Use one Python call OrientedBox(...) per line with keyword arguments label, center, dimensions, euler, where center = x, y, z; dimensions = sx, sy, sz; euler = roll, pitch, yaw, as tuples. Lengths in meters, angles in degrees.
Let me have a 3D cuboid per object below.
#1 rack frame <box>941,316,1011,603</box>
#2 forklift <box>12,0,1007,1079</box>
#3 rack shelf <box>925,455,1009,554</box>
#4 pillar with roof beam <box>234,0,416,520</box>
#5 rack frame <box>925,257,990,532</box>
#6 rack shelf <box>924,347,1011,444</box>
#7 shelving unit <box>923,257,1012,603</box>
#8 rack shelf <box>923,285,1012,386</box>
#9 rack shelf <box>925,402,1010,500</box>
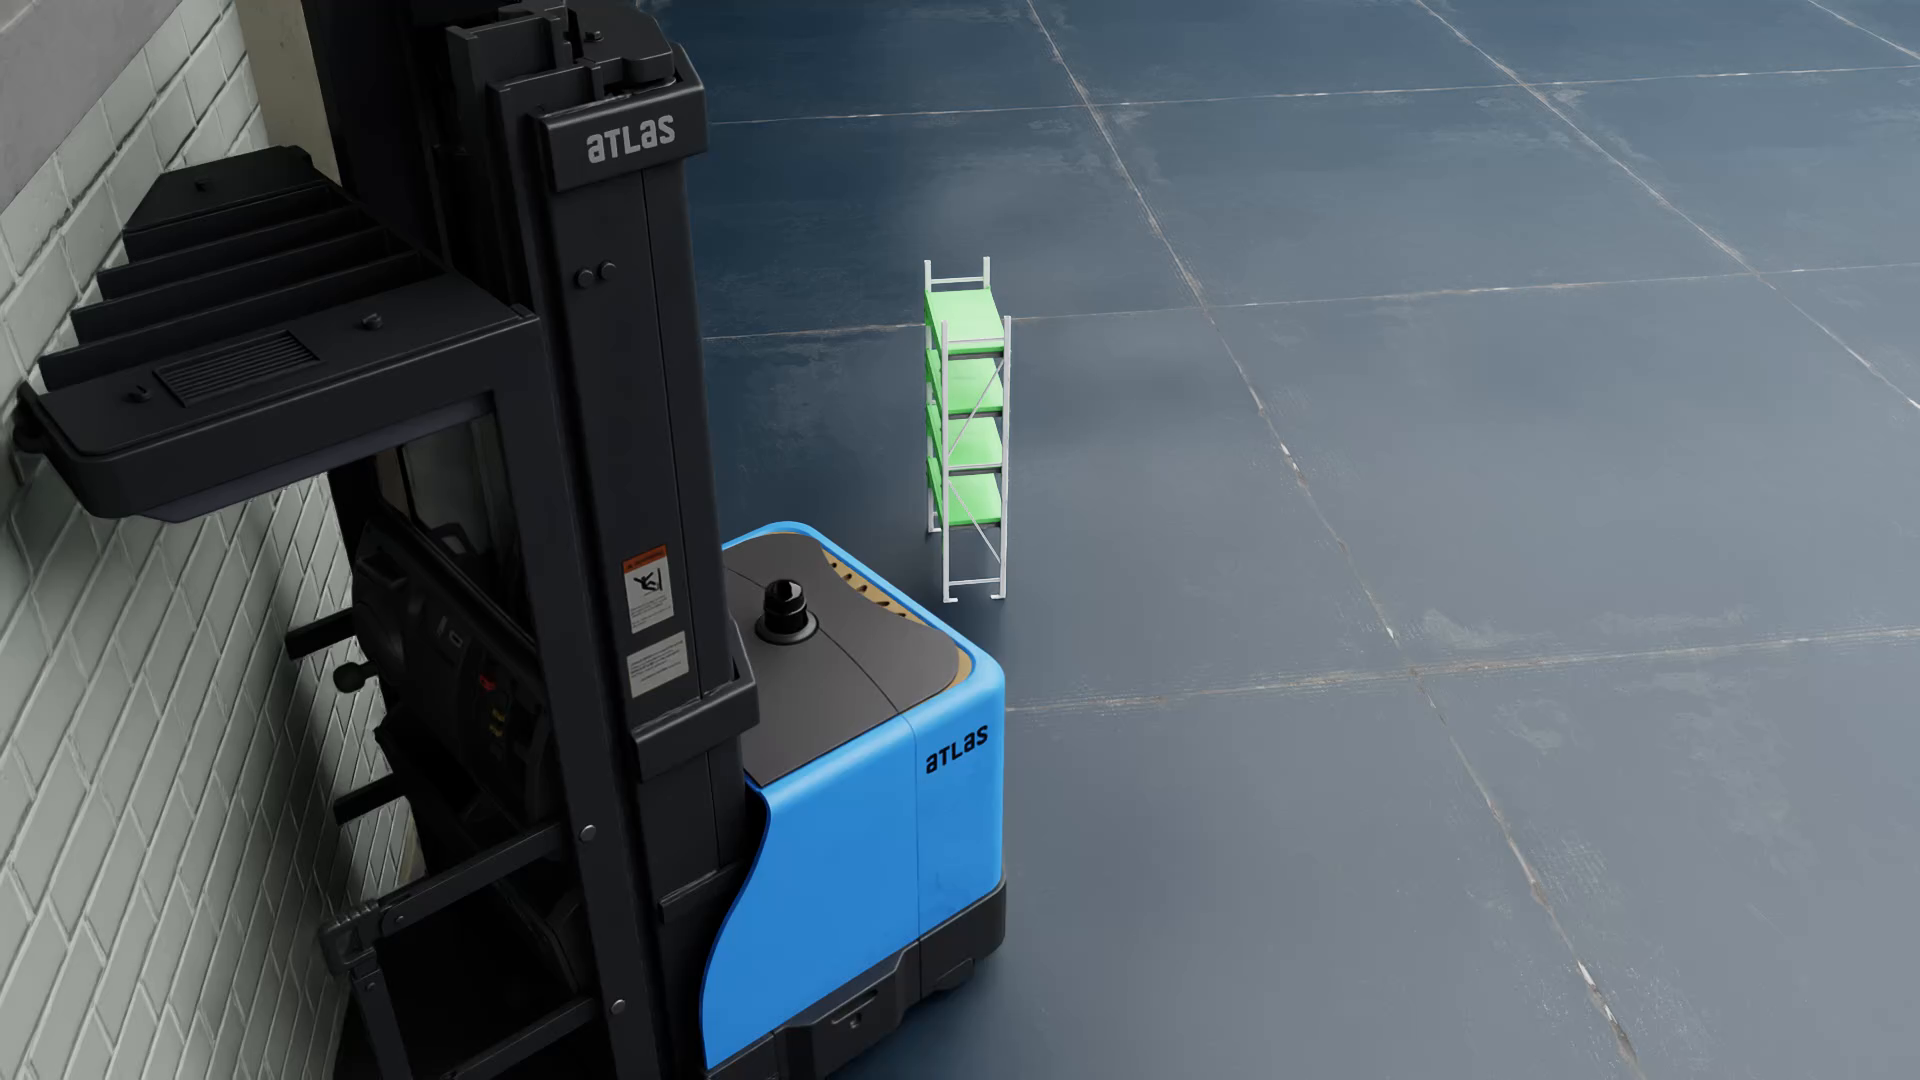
OrientedBox(label="rack frame", center=(0.055, -0.267, 6.077), dimensions=(0.240, 1.200, 0.015), euler=(-4, 35, -6))
OrientedBox(label="forklift", center=(-1.317, 0.338, 3.651), dimensions=(3.031, 2.935, 1.130), euler=(-25, 42, -32))
OrientedBox(label="rack shelf", center=(0.022, -0.152, 6.448), dimensions=(0.258, 0.148, 0.480), euler=(-4, 35, -6))
OrientedBox(label="pillar with roof beam", center=(2.631, -3.307, 3.612), dimensions=(9.100, 9.000, 0.400), euler=(-4, 35, -6))
OrientedBox(label="rack frame", center=(-0.011, -0.540, 6.476), dimensions=(0.240, 1.200, 0.015), euler=(-4, 35, -6))
OrientedBox(label="rack shelf", center=(0.022, -0.549, 6.177), dimensions=(0.258, 0.148, 0.480), euler=(-4, 35, -6))
OrientedBox(label="shelving unit", center=(0.022, -0.403, 6.277), dimensions=(0.258, 1.200, 0.503), euler=(-4, 35, -6))
OrientedBox(label="rack shelf", center=(0.022, -0.747, 6.042), dimensions=(0.258, 0.148, 0.480), euler=(-4, 35, -6))
OrientedBox(label="rack shelf", center=(0.022, -0.351, 6.313), dimensions=(0.258, 0.148, 0.480), euler=(-4, 35, -6))
